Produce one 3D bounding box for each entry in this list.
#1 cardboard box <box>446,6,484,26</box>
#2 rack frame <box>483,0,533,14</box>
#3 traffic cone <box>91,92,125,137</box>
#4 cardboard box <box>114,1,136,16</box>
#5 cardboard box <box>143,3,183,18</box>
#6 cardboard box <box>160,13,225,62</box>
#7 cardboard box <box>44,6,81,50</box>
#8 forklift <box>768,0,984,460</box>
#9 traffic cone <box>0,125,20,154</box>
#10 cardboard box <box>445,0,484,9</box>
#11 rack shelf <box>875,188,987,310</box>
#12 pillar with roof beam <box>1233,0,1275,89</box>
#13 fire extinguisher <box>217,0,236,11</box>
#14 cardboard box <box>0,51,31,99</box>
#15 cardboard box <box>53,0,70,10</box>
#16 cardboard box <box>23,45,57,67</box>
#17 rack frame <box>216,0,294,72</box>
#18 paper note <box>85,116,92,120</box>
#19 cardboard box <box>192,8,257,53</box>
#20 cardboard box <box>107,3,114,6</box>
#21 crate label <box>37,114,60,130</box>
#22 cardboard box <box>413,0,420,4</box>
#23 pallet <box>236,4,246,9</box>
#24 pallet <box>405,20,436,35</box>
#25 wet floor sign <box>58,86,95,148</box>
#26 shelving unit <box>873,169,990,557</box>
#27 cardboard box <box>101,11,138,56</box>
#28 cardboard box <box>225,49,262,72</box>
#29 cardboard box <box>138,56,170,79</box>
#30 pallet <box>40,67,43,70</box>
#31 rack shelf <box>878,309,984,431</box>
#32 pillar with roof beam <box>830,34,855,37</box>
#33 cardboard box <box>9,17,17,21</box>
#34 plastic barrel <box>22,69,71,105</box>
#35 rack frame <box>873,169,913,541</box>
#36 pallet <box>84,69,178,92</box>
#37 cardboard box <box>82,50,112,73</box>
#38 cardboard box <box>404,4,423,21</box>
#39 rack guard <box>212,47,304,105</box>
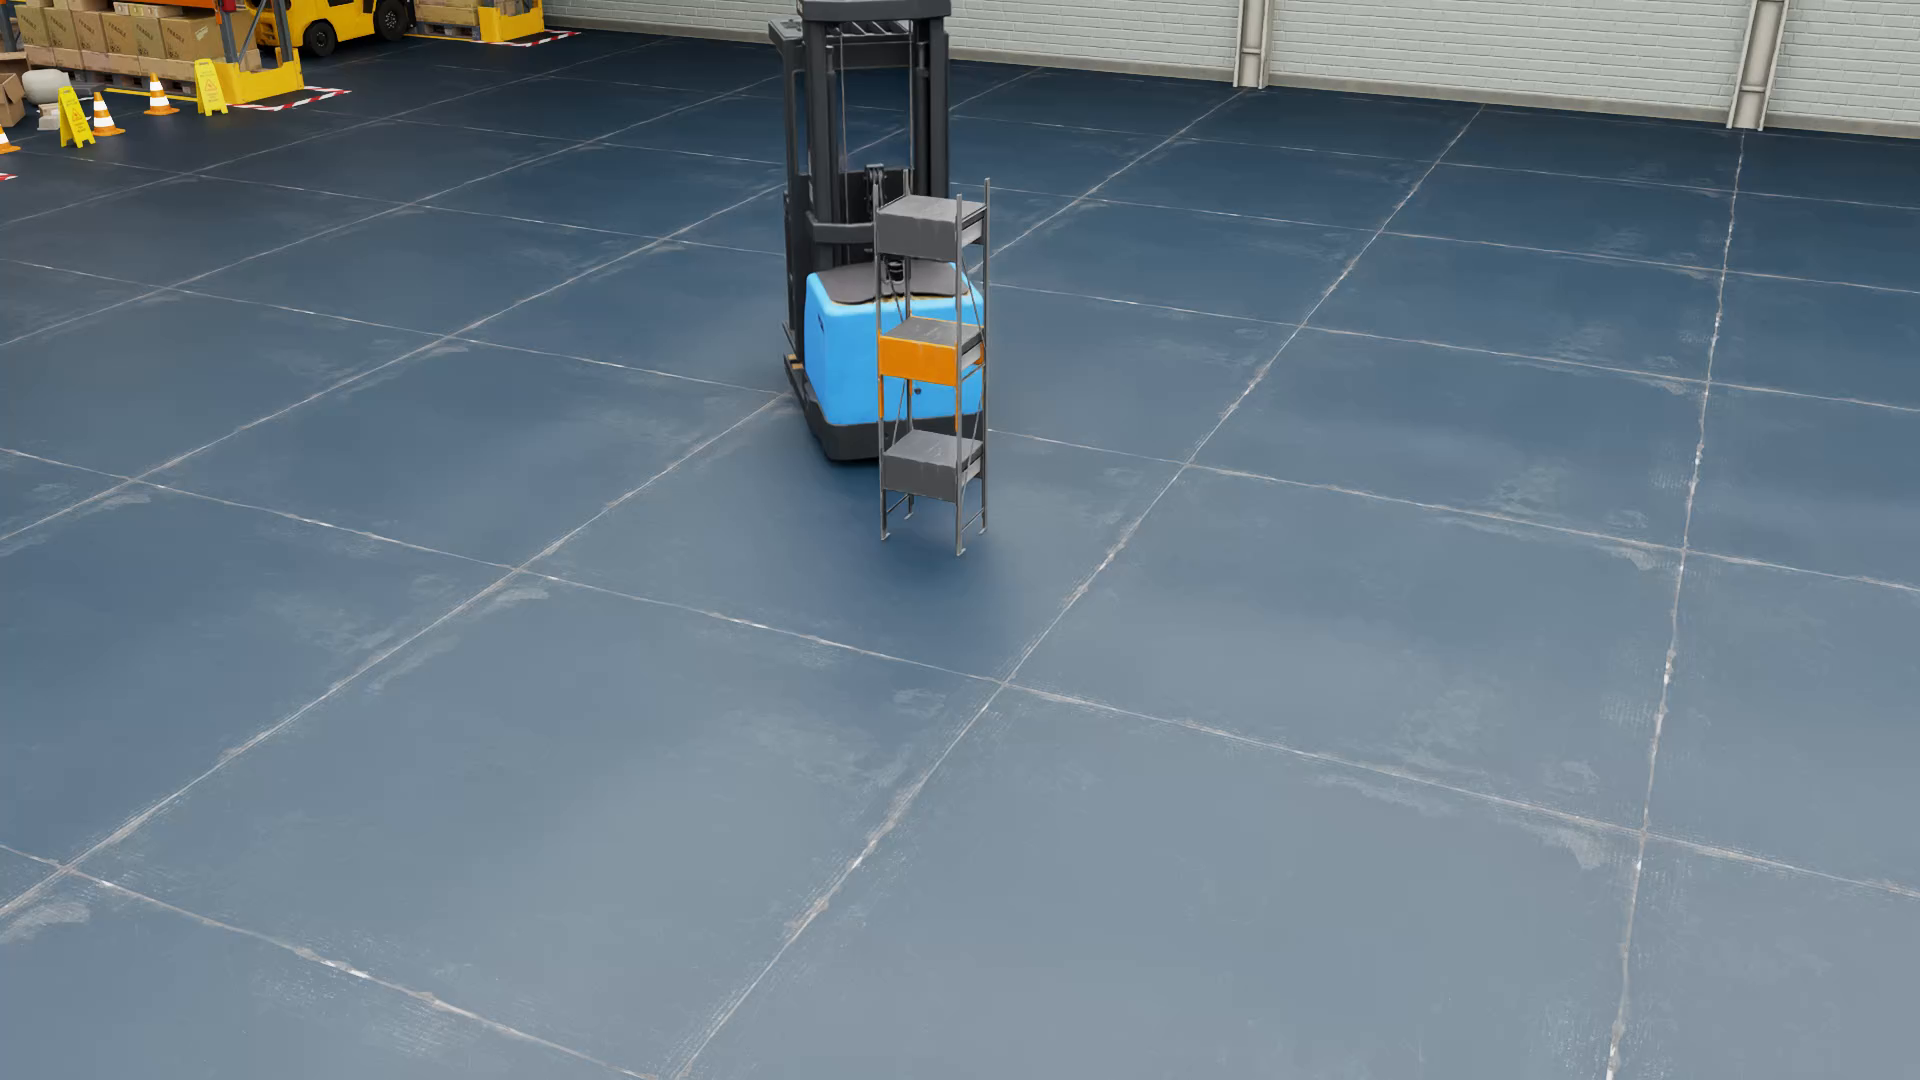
[{"bbox_3d":[-7.390,-7.955,25.148,0.500,0.250,0.500,12,28,22],"label":"cardboard box"},{"bbox_3d":[-6.832,-9.041,24.717,0.127,3.000,1.000,11,28,22],"label":"rack frame"},{"bbox_3d":[-9.958,-4.958,19.296,0.334,0.463,0.336,11,28,22],"label":"traffic cone"},{"bbox_3d":[-10.549,-6.805,21.229,0.250,0.149,0.380,13,29,24],"label":"cardboard box"},{"bbox_3d":[-10.082,-6.708,21.034,0.250,0.149,0.380,12,29,23],"label":"cardboard box"},{"bbox_3d":[-9.720,-6.377,21.096,0.500,0.500,0.500,12,28,22],"label":"cardboard box"},{"bbox_3d":[-11.607,-6.757,21.868,0.500,0.500,0.500,13,29,24],"label":"cardboard box"},{"bbox_3d":[-0.669,-2.454,11.416,1.130,2.935,3.031,-6,27,-12],"label":"forklift"},{"bbox_3d":[-10.736,-4.566,18.499,0.334,0.463,0.336,11,28,22],"label":"traffic cone"},{"bbox_3d":[-7.404,-8.183,25.047,0.500,0.250,0.500,11,28,21],"label":"cardboard box"},{"bbox_3d":[-0.151,-1.588,9.045,0.480,0.518,0.431,11,28,22],"label":"rack shelf"},{"bbox_3d":[2.049,-8.297,16.415,0.400,9.000,9.100,11,28,22],"label":"pillar with roof beam"},{"bbox_3d":[-8.970,-6.804,20.260,0.183,0.674,0.296,11,28,22],"label":"fire extinguisher"},{"bbox_3d":[-12.112,-5.912,21.190,0.500,0.500,0.500,-12,29,-23],"label":"cardboard box"},{"bbox_3d":[-11.541,-7.001,21.629,0.250,0.149,0.380,13,29,24],"label":"cardboard box"},{"bbox_3d":[-12.099,-6.514,22.223,0.500,0.250,0.500,10,28,19],"label":"cardboard box"},{"bbox_3d":[-8.883,-7.044,20.662,0.127,3.000,1.000,11,28,22],"label":"rack frame"},{"bbox_3d":[-10.568,-5.085,20.043,0.142,0.019,0.148,2,26,4],"label":"paper note"},{"bbox_3d":[-9.525,-6.598,21.545,0.500,0.500,0.500,10,28,20],"label":"cardboard box"},{"bbox_3d":[-10.946,-6.882,22.120,0.500,0.500,0.500,13,29,24],"label":"cardboard box"},{"bbox_3d":[-10.700,-4.930,19.609,0.298,0.136,0.250,-2,26,-5],"label":"crate label"},{"bbox_3d":[-8.335,-8.365,25.417,0.500,0.250,0.500,11,28,21],"label":"cardboard box"},{"bbox_3d":[-11.160,-8.640,27.060,1.213,0.211,1.003,11,28,22],"label":"pallet"},{"bbox_3d":[-8.652,-8.137,26.037,1.213,0.211,1.003,11,28,22],"label":"pallet"},{"bbox_3d":[-9.994,-4.770,18.708,0.232,0.644,0.267,6,27,13],"label":"wet floor sign"},{"bbox_3d":[-0.151,-0.972,9.348,0.503,2.100,0.431,11,28,22],"label":"shelving unit"},{"bbox_3d":[-10.653,-6.566,21.480,0.500,0.500,0.500,11,28,21],"label":"cardboard box"},{"bbox_3d":[-9.503,-6.258,21.702,0.500,0.250,0.500,11,28,21],"label":"cardboard box"},{"bbox_3d":[-10.199,-6.137,21.456,0.500,0.250,0.500,11,28,22],"label":"cardboard box"},{"bbox_3d":[-13.234,-6.667,23.052,1.213,0.211,1.003,11,28,22],"label":"pallet"},{"bbox_3d":[-0.151,-0.960,9.354,0.480,0.518,0.431,11,28,22],"label":"rack shelf"},{"bbox_3d":[-3.413,-9.394,18.643,0.400,9.000,9.100,11,28,22],"label":"pillar with roof beam"},{"bbox_3d":[-13.659,-7.010,23.092,0.625,0.372,0.950,13,29,25],"label":"cardboard box"},{"bbox_3d":[-11.390,-5.658,20.762,0.512,0.421,0.421,-12,29,-23],"label":"plastic barrel"},{"bbox_3d":[-0.373,-1.017,9.438,0.015,2.100,0.400,11,28,22],"label":"rack frame"},{"bbox_3d":[-10.784,-6.194,22.091,1.213,0.211,1.003,11,28,22],"label":"pallet"},{"bbox_3d":[-11.124,-6.325,21.839,0.500,0.250,0.500,11,28,21],"label":"cardboard box"},{"bbox_3d":[-8.291,-8.144,25.534,0.500,0.250,0.500,12,29,22],"label":"cardboard box"},{"bbox_3d":[-8.952,-5.937,21.243,0.348,0.500,1.175,11,28,22],"label":"rack guard"}]
